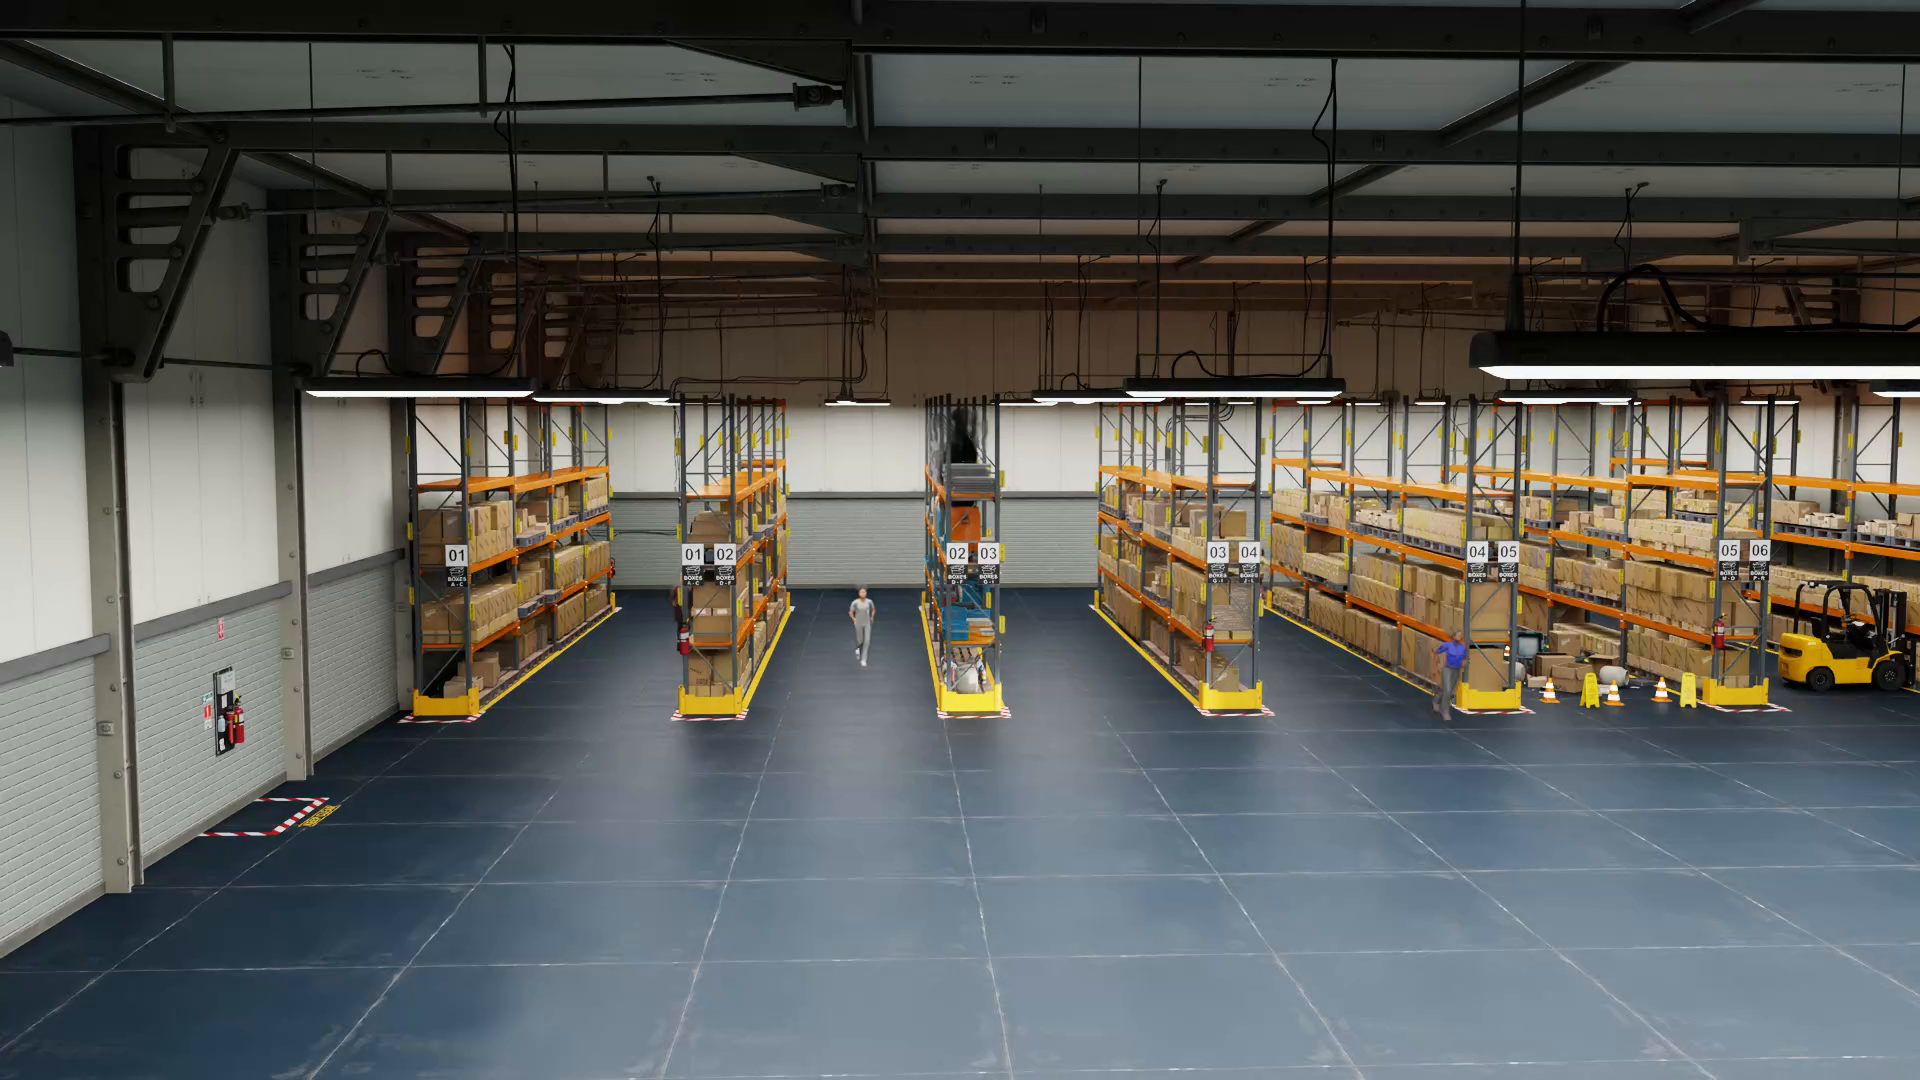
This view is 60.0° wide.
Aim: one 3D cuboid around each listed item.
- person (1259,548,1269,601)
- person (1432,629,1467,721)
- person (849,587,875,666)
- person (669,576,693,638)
[{"bbox_3d":[8.802,1.039,48.987,0.621,1.633,0.640,0,5,1],"label":"person"},{"bbox_3d":[9.101,2.467,30.809,0.610,1.634,0.861,-1,5,-14],"label":"person"},{"bbox_3d":[-2.079,1.822,35.483,0.576,1.658,0.711,-1,5,-14],"label":"person"},{"bbox_3d":[-6.594,1.704,39.711,0.694,1.763,0.991,-1,5,-8],"label":"person"}]
